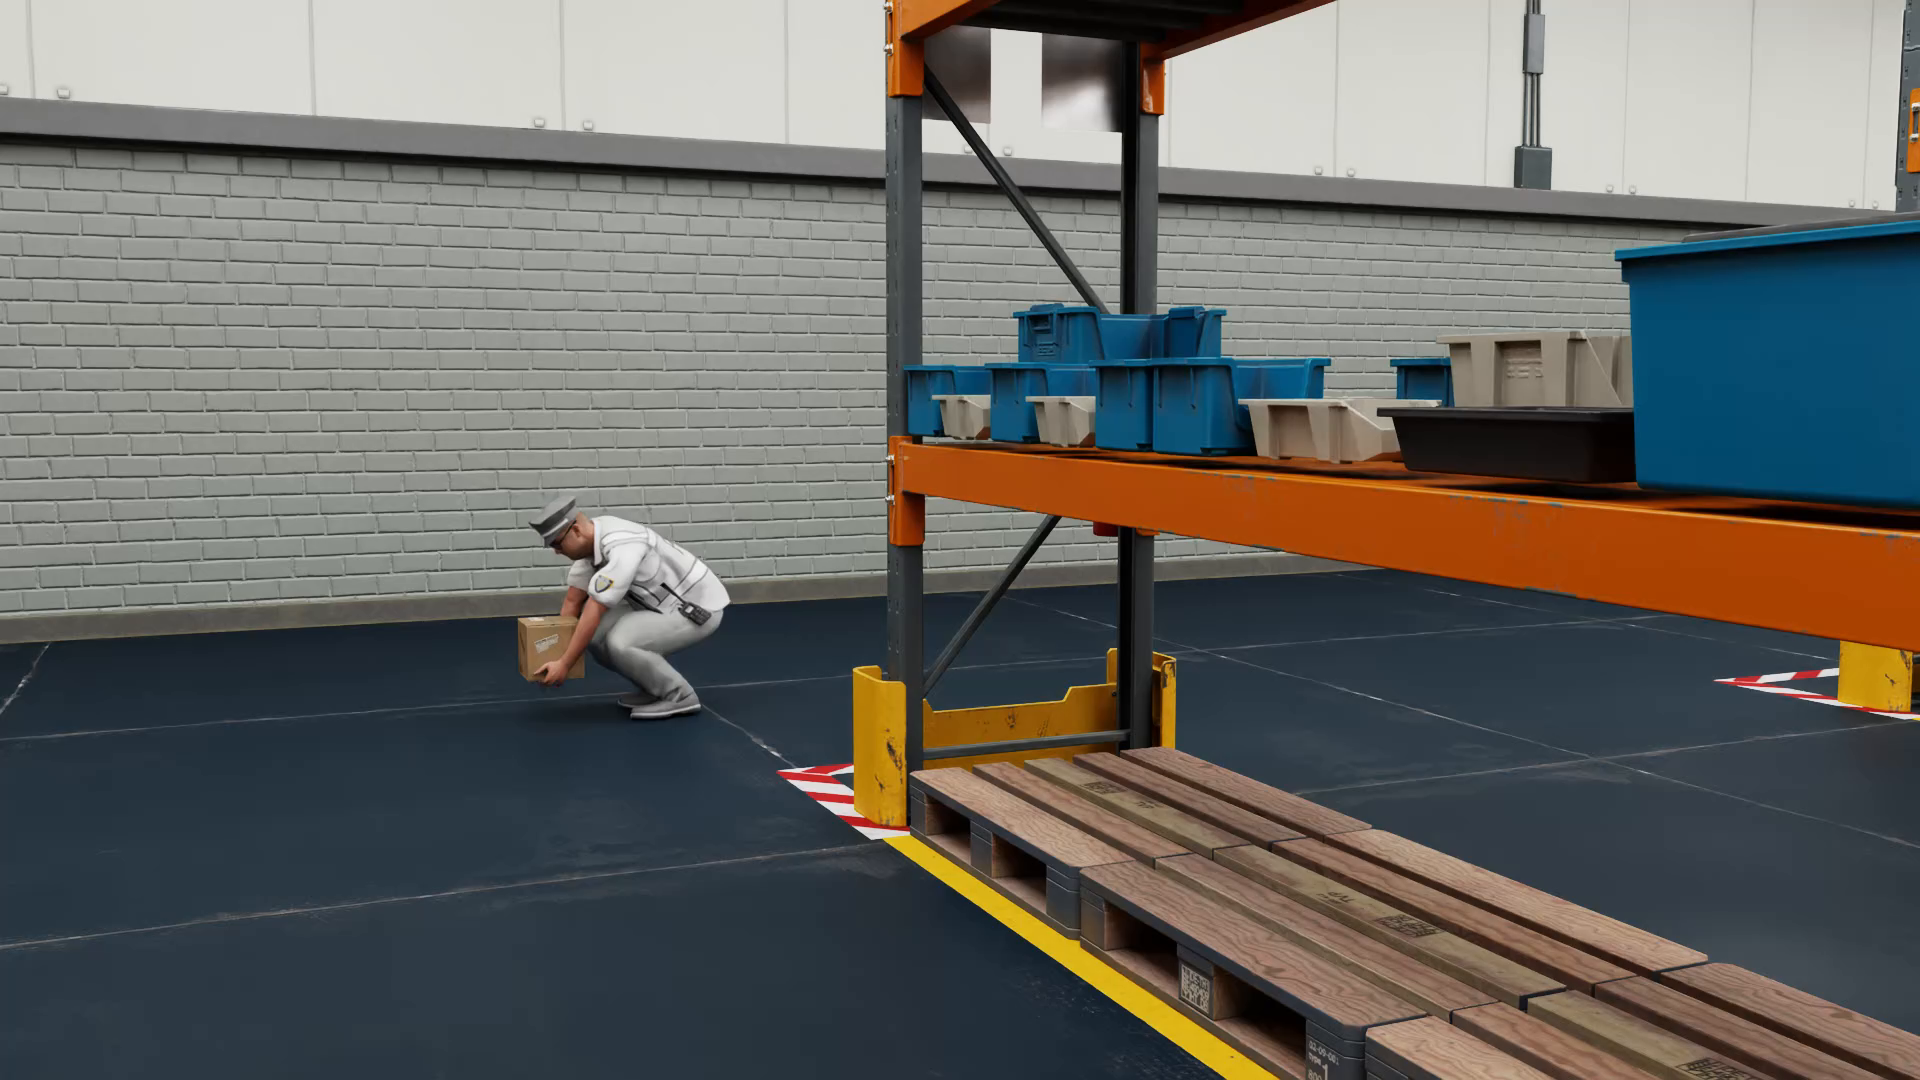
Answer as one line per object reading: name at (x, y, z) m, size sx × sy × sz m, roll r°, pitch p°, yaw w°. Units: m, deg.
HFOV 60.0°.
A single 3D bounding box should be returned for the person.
person at (-1.508, 0.293, 7.572) m, size 0.909 × 1.026 × 0.535 m, roll -2°, pitch 6°, yaw -25°
